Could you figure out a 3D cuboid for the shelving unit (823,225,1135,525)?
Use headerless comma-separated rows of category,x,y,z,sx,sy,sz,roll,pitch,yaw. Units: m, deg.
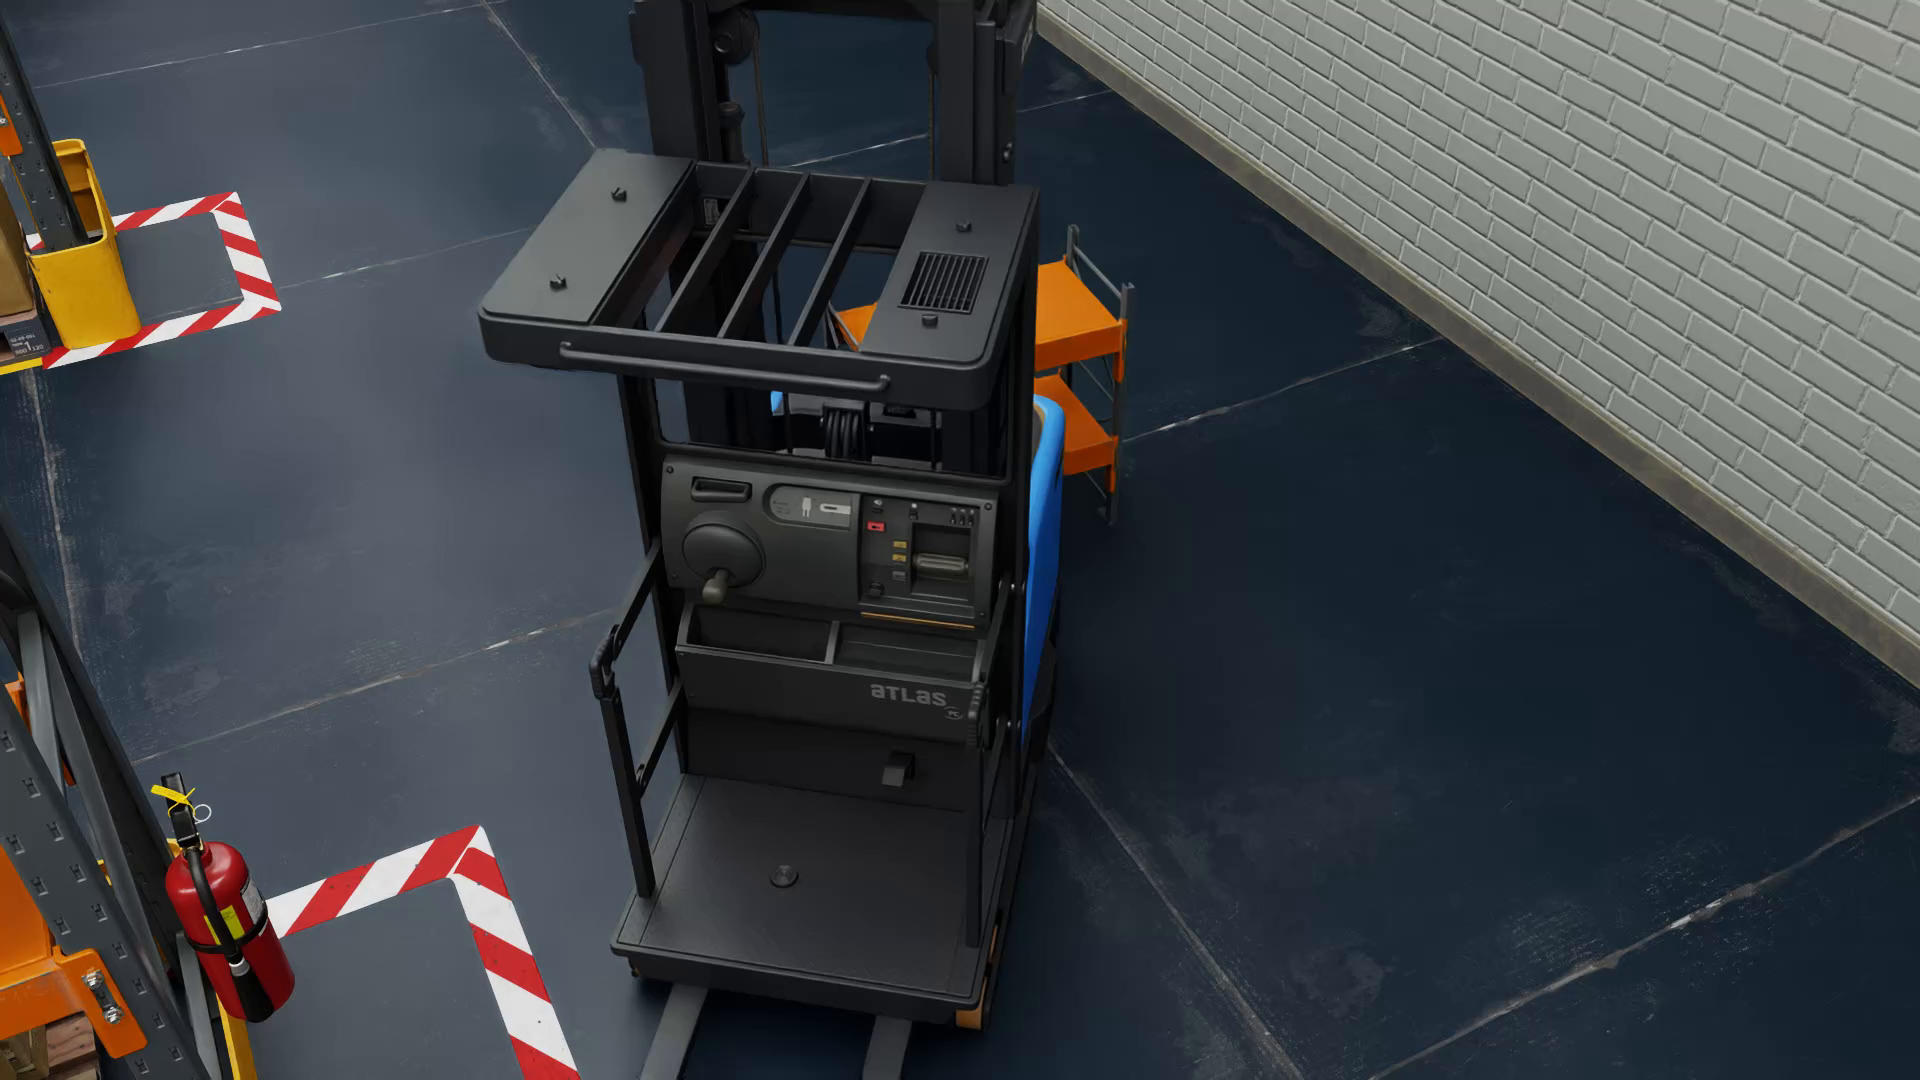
shelving unit,0.062,-0.515,6.488,1.048,1.125,0.538,-15,43,-17

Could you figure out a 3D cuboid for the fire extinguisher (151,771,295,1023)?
fire extinguisher,-1.690,0.832,3.794,0.183,0.674,0.296,-19,44,-21

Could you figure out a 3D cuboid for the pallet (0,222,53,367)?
pallet,-5.002,-1.054,7.832,1.213,0.211,1.003,-19,44,-21

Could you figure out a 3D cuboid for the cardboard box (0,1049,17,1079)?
cardboard box,-2.480,1.475,4.107,0.250,0.149,0.380,-18,43,-20

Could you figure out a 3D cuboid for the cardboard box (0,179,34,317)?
cardboard box,-4.859,-1.514,7.536,0.875,0.875,0.875,-19,44,-21

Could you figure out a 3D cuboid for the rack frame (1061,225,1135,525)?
rack frame,0.530,-0.643,6.640,0.032,1.125,0.500,-15,43,-17

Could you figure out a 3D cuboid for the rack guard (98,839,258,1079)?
rack guard,-2.194,1.448,4.653,0.348,0.500,1.175,-19,44,-21

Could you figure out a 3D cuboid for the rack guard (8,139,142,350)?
rack guard,-4.307,-1.455,8.082,0.348,0.500,1.175,-19,44,-21

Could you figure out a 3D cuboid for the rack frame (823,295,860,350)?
rack frame,-0.405,-0.387,6.336,0.032,1.125,0.500,-15,43,-17

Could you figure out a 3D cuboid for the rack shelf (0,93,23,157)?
rack shelf,-6.102,-1.530,6.793,4.000,0.370,1.077,-19,44,-21

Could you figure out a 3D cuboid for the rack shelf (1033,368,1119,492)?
rack shelf,0.062,-0.328,6.646,1.000,0.278,0.538,-15,43,-17

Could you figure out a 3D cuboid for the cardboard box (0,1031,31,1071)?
cardboard box,-2.710,1.294,4.550,0.250,0.149,0.380,-17,43,-19

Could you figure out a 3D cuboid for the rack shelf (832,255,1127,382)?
rack shelf,0.062,-0.739,6.299,1.000,0.278,0.538,-15,43,-17

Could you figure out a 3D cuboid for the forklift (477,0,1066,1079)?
forklift,-0.399,0.091,4.374,1.130,2.935,3.031,7,41,8

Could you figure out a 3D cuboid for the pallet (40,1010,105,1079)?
pallet,-2.931,1.780,4.484,1.213,0.211,1.003,-19,44,-21

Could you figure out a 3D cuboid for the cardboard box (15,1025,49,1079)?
cardboard box,-2.740,1.372,4.690,0.250,0.149,0.380,-18,43,-20

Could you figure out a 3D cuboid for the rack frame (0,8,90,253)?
rack frame,-4.329,-2.402,7.265,0.127,3.000,1.000,-19,44,-21

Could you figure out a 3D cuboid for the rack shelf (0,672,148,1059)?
rack shelf,-3.901,1.342,3.399,4.000,0.370,1.077,-19,44,-21

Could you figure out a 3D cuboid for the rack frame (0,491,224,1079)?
rack frame,-2.127,0.471,3.872,0.127,3.000,1.000,-19,44,-21
